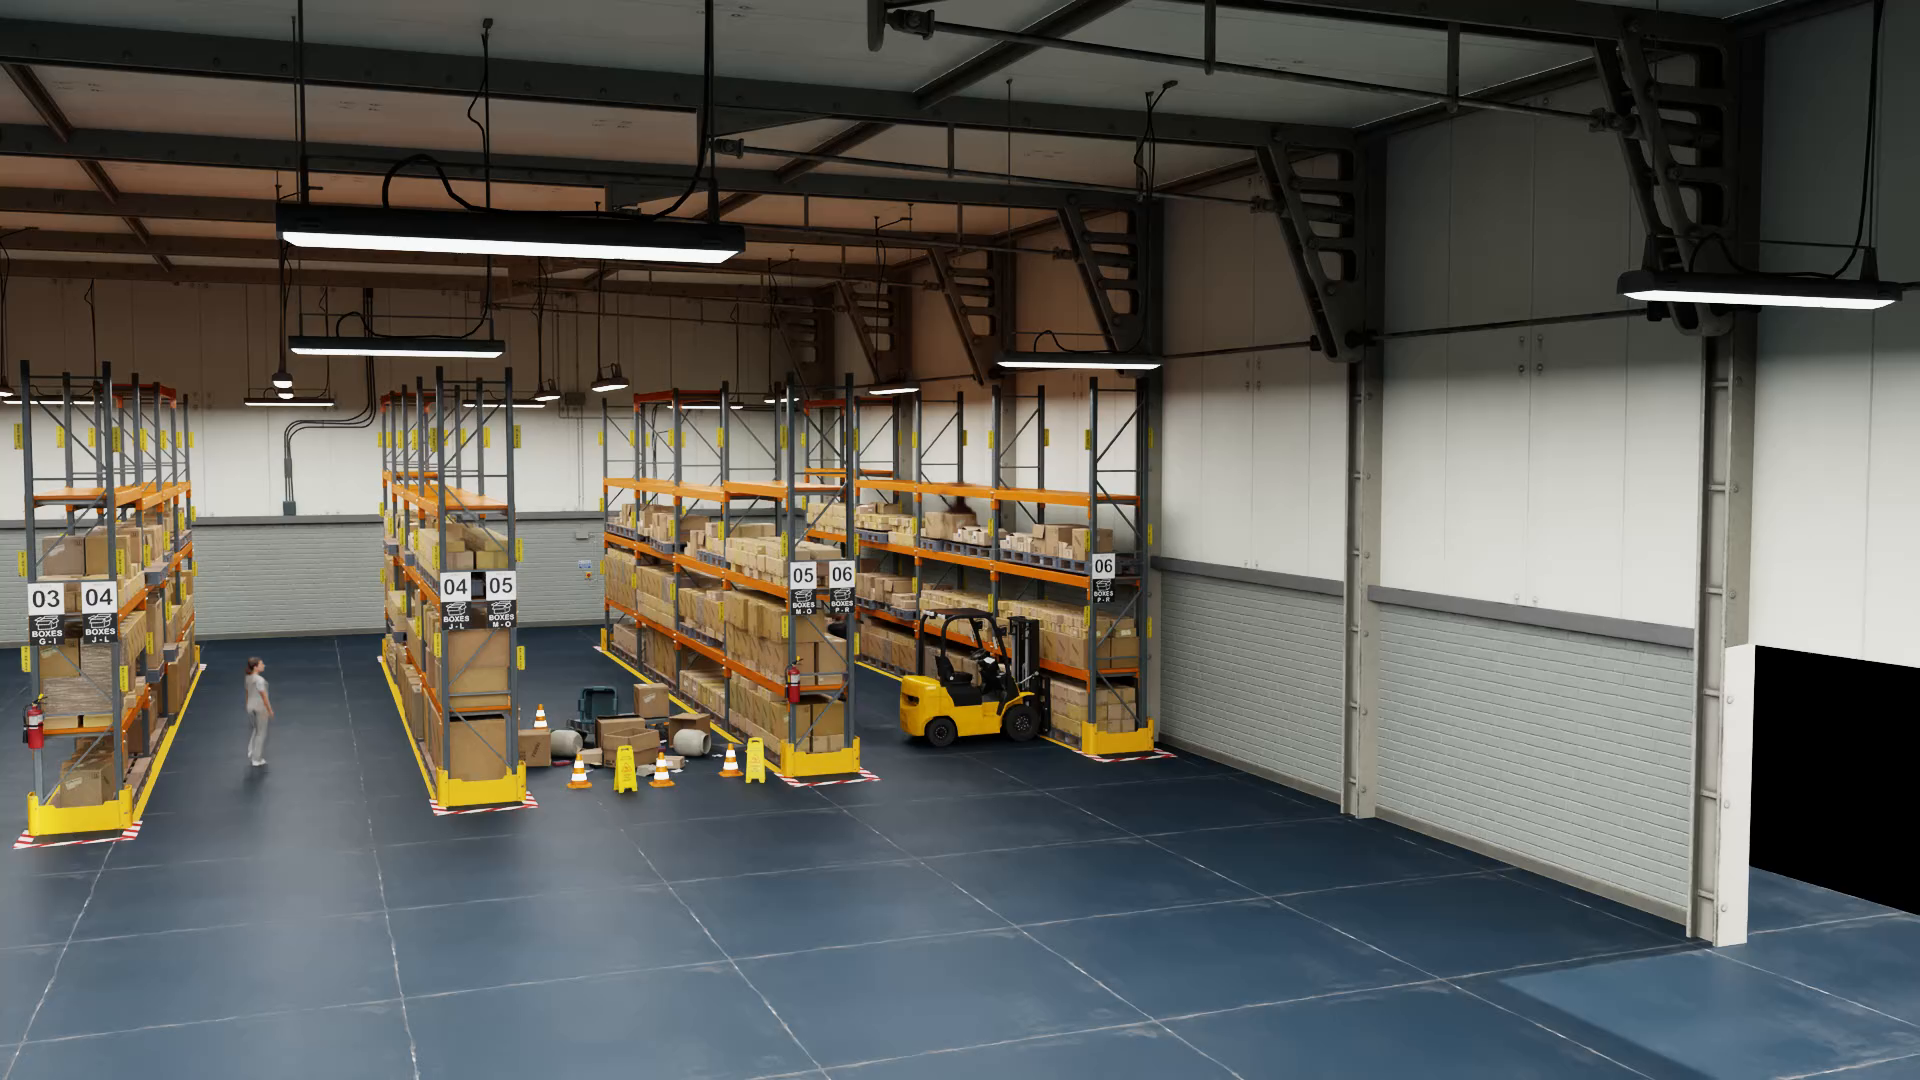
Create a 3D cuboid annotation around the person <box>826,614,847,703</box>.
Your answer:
[{"bbox_3d":[-2.187,2.111,30.144,0.494,1.739,0.688,-2,4,-25],"label":"person"}]

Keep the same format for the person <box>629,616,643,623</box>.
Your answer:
[{"bbox_3d":[-8.053,1.680,41.517,0.540,1.679,0.394,0,3,-2],"label":"person"}]

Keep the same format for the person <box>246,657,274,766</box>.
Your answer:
[{"bbox_3d":[-10.753,2.622,25.539,0.468,1.679,0.444,1,4,14],"label":"person"}]
